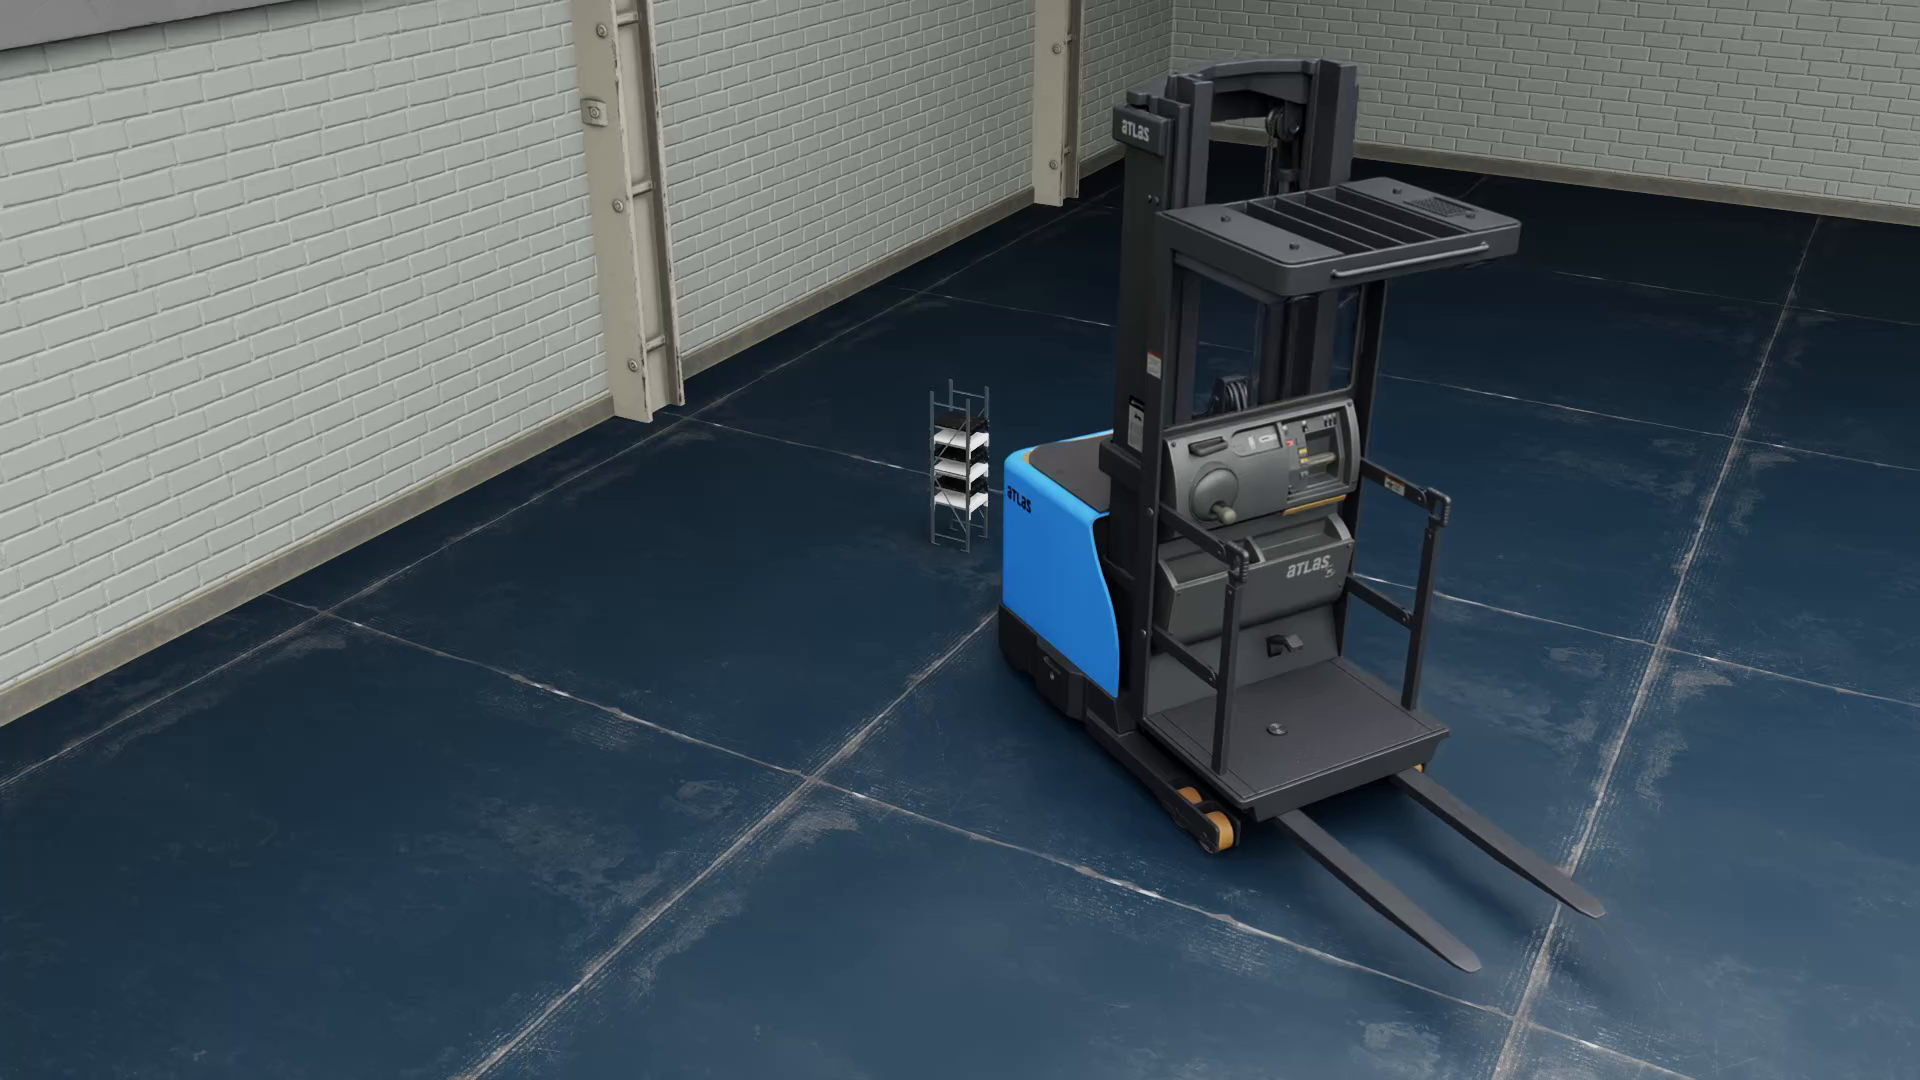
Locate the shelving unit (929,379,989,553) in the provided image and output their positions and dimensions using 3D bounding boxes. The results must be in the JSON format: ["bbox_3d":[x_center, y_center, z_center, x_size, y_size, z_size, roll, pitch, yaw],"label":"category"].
[{"bbox_3d":[-0.004,-0.399,9.042,0.258,0.900,0.210,14,30,26],"label":"shelving unit"}]

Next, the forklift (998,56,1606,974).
[{"bbox_3d":[1.334,-0.279,6.532,1.130,2.935,3.031,-14,30,-25],"label":"forklift"}]

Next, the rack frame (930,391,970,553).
[{"bbox_3d":[-0.054,-0.360,8.963,0.240,0.900,0.006,14,30,26],"label":"rack frame"}]

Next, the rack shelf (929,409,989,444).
[{"bbox_3d":[-0.004,-0.611,8.936,0.258,0.077,0.200,14,30,26],"label":"rack shelf"}]

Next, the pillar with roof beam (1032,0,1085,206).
[{"bbox_3d":[4.642,-6.282,11.746,9.100,9.000,0.400,14,30,26],"label":"pillar with roof beam"}]

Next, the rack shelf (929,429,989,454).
[{"bbox_3d":[-0.004,-0.530,8.977,0.258,0.077,0.200,14,30,26],"label":"rack shelf"}]

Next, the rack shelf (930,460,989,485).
[{"bbox_3d":[-0.004,-0.369,9.057,0.258,0.077,0.200,14,30,26],"label":"rack shelf"}]

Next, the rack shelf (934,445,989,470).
[{"bbox_3d":[-0.004,-0.450,9.017,0.258,0.077,0.200,14,30,26],"label":"rack shelf"}]

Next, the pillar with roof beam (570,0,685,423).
[{"bbox_3d":[1.691,-3.943,7.075,9.100,9.000,0.400,14,30,26],"label":"pillar with roof beam"}]

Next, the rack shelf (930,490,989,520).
[{"bbox_3d":[-0.004,-0.208,9.138,0.258,0.077,0.200,14,30,26],"label":"rack shelf"}]

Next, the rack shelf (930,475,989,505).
[{"bbox_3d":[-0.004,-0.289,9.097,0.258,0.077,0.200,14,30,26],"label":"rack shelf"}]

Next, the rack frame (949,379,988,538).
[{"bbox_3d":[0.046,-0.439,9.121,0.240,0.900,0.006,14,30,26],"label":"rack frame"}]
